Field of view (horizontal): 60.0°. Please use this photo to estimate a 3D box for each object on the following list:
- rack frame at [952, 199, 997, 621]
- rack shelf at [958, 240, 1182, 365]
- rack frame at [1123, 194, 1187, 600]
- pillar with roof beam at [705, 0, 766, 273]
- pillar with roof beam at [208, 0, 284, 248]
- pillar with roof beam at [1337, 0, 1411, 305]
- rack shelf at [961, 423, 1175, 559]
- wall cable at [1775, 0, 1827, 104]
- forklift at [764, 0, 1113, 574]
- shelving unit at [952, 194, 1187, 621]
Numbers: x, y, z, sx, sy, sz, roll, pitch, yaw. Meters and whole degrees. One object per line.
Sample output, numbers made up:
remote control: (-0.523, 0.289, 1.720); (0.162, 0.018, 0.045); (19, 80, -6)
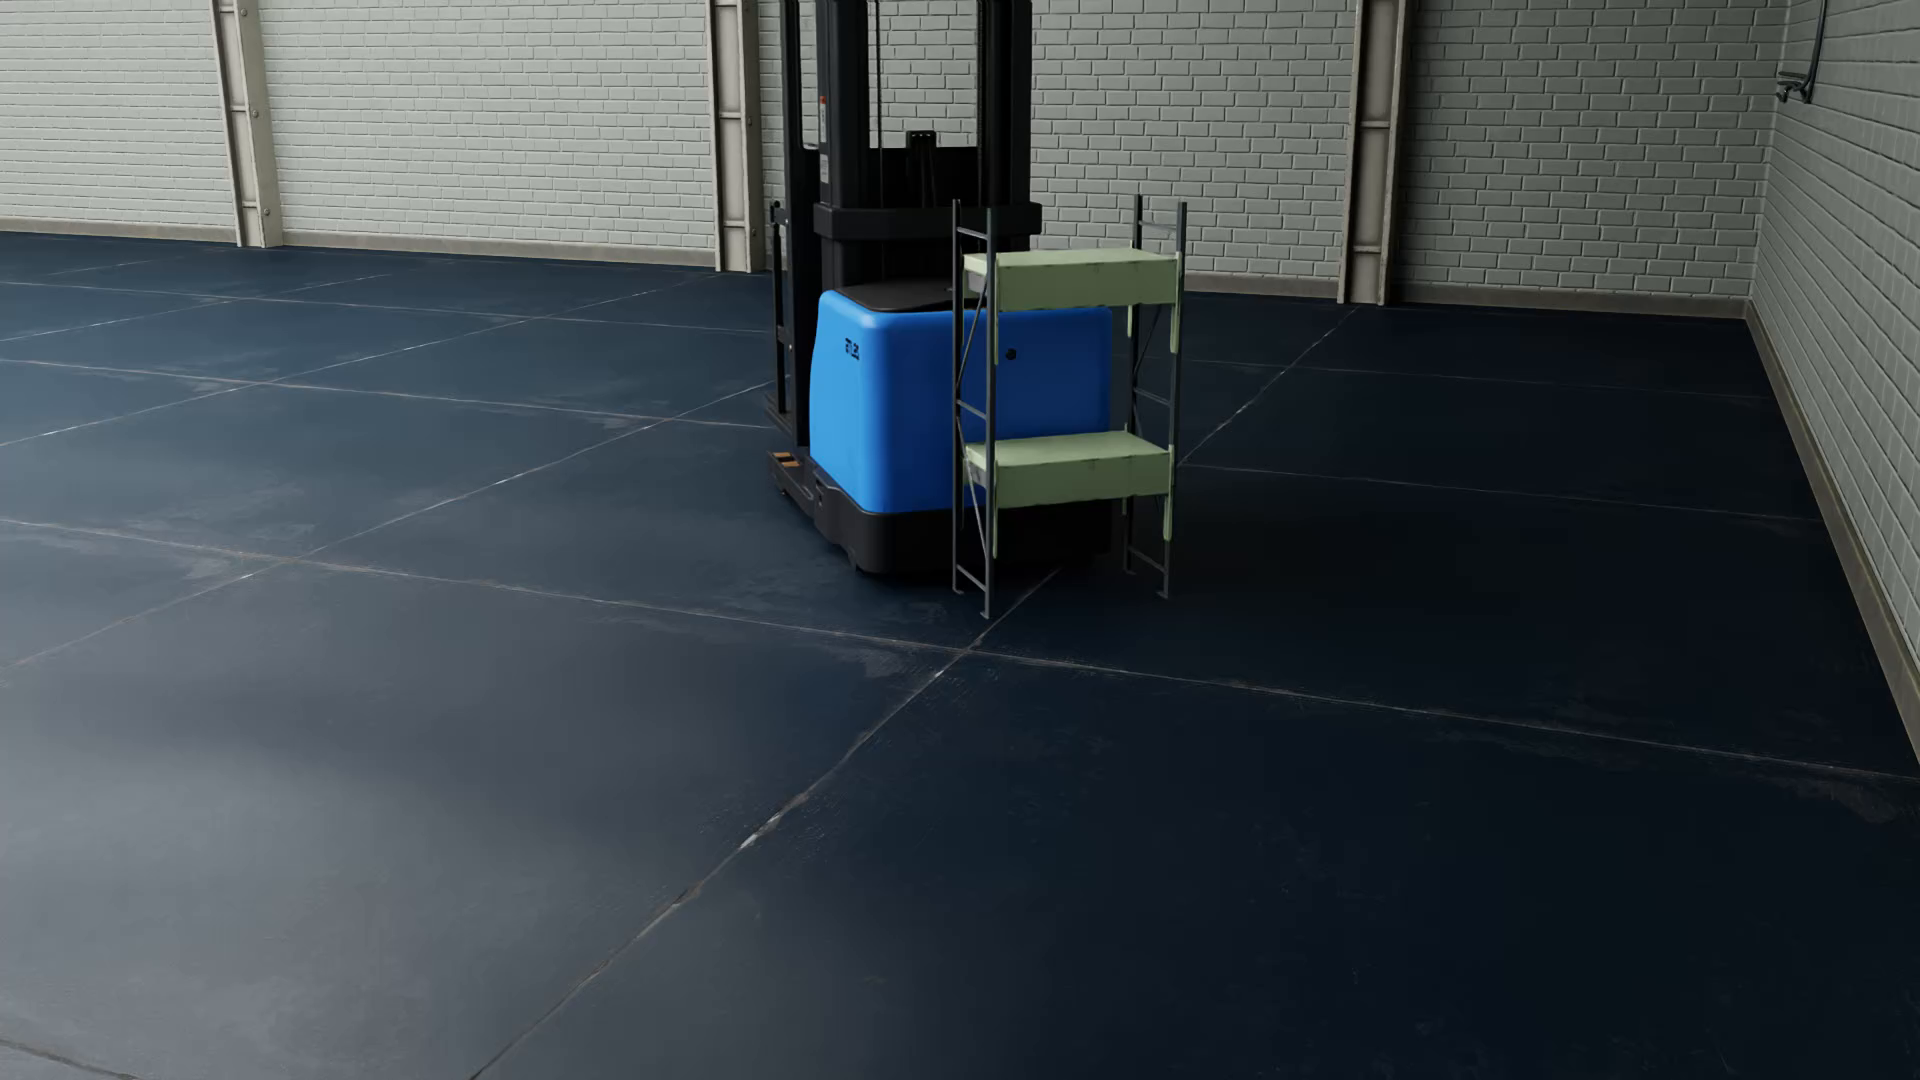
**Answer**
rack frame: (0.049, -0.475, 6.117); (0.023, 1.500, 0.400); (-6, 17, -19)
rack shelf: (0.394, -0.883, 6.125); (0.720, 0.370, 0.431); (-6, 17, -19)
rack frame: (0.738, -0.543, 6.353); (0.023, 1.500, 0.400); (-6, 17, -19)
pillar with roof beam: (-3.724, -5.848, 11.176); (0.400, 9.000, 9.100); (6, 17, 21)
pillar with roof beam: (-9.306, -6.461, 13.290); (0.400, 9.000, 9.100); (6, 17, 21)
pillar with roof beam: (1.857, -5.234, 9.062); (0.400, 9.000, 9.100); (6, 17, 21)
rack shelf: (0.393, -0.196, 6.326); (0.720, 0.370, 0.431); (-6, 17, -19)
wall cable: (5.692, -4.215, 11.121); (0.112, 2.526, 3.097); (6, 17, 21)
forklift: (-0.308, -1.645, 7.584); (1.130, 2.935, 3.031); (-5, 17, -17)
shelving unit: (0.393, -0.509, 6.235); (0.755, 1.500, 0.431); (-6, 17, -19)
